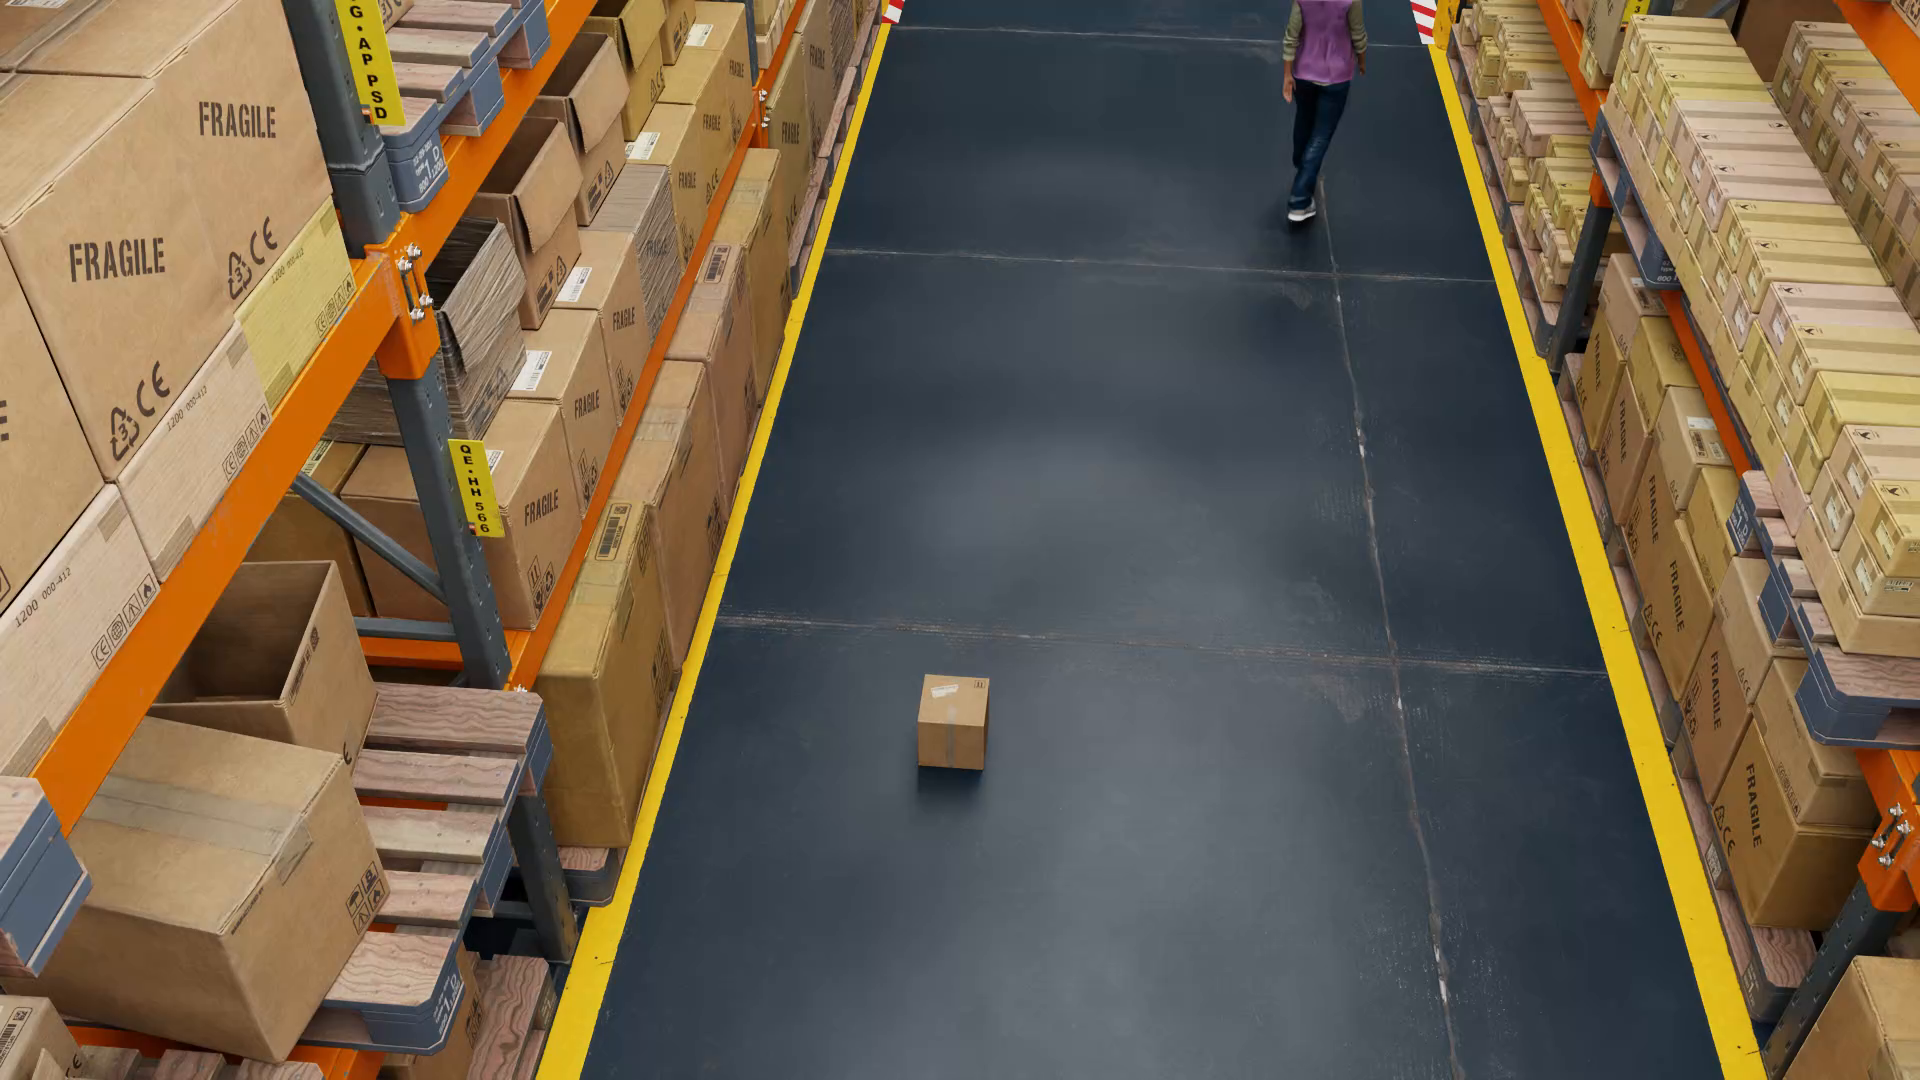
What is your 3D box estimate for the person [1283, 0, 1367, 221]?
[{"bbox_3d":[2.027,-2.612,9.200,0.416,1.547,0.848,22,45,23],"label":"person"}]
